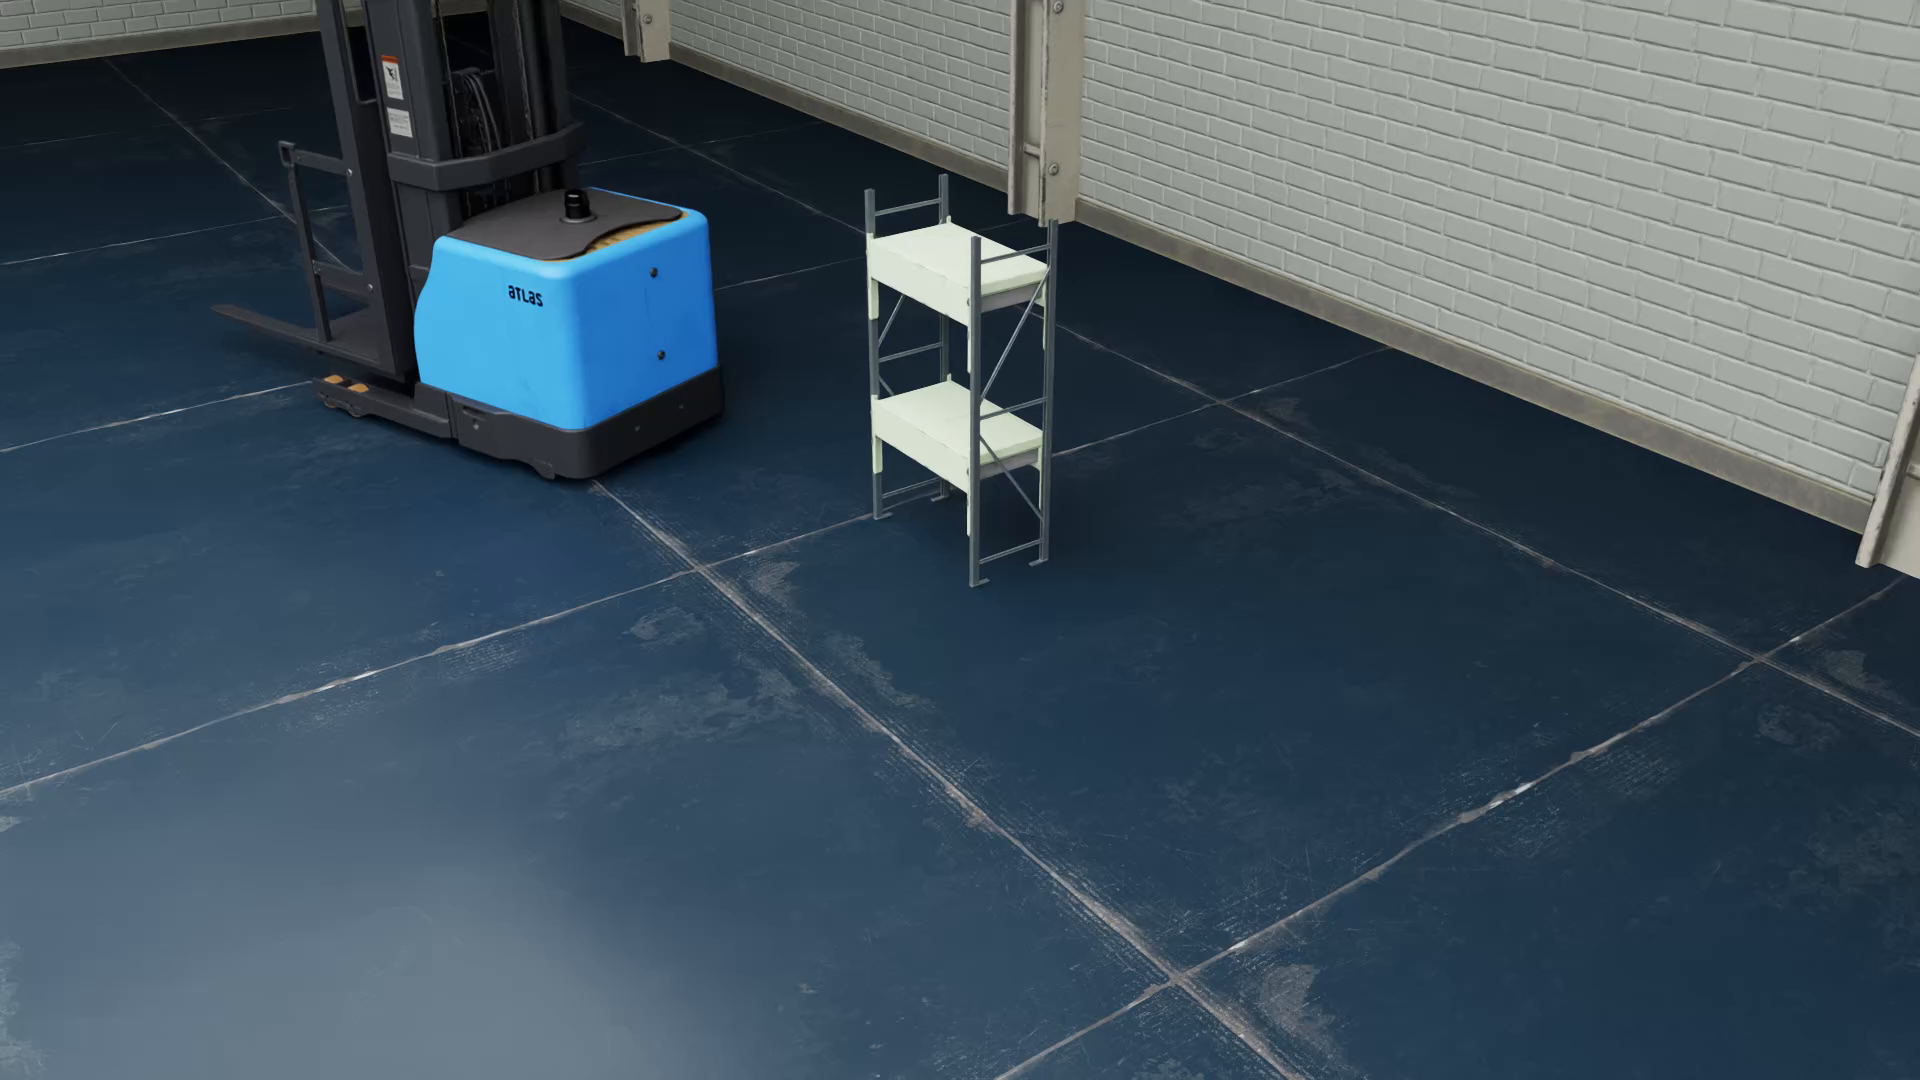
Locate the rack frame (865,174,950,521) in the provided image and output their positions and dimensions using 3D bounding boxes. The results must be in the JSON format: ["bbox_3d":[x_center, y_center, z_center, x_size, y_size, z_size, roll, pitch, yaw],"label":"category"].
[{"bbox_3d":[-0.216,-0.804,7.159,0.400,1.500,0.023,-19,34,-31],"label":"rack frame"}]

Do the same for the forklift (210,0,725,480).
[{"bbox_3d":[-2.682,-2.097,8.039,3.031,2.935,1.130,18,33,30],"label":"forklift"}]

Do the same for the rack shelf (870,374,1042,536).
[{"bbox_3d":[-0.004,-0.375,7.052,0.431,0.370,0.720,-19,34,-31],"label":"rack shelf"}]

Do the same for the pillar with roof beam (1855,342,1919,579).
[{"bbox_3d":[0.535,-2.631,2.666,9.100,9.000,0.400,-19,34,-31],"label":"pillar with roof beam"}]

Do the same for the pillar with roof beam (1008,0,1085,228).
[{"bbox_3d":[-2.945,-4.964,6.961,9.100,9.000,0.400,-19,34,-31],"label":"pillar with roof beam"}]

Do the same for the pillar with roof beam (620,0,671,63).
[{"bbox_3d":[-6.425,-7.296,11.256,9.100,9.000,0.400,-19,34,-31],"label":"pillar with roof beam"}]

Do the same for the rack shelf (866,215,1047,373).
[{"bbox_3d":[-0.004,-1.005,6.711,0.431,0.370,0.720,-19,34,-31],"label":"rack shelf"}]

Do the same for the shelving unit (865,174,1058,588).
[{"bbox_3d":[-0.004,-0.662,6.897,0.431,1.500,0.755,-19,34,-31],"label":"shelving unit"}]

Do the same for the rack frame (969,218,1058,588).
[{"bbox_3d":[0.208,-0.519,6.635,0.400,1.500,0.023,-19,34,-31],"label":"rack frame"}]
